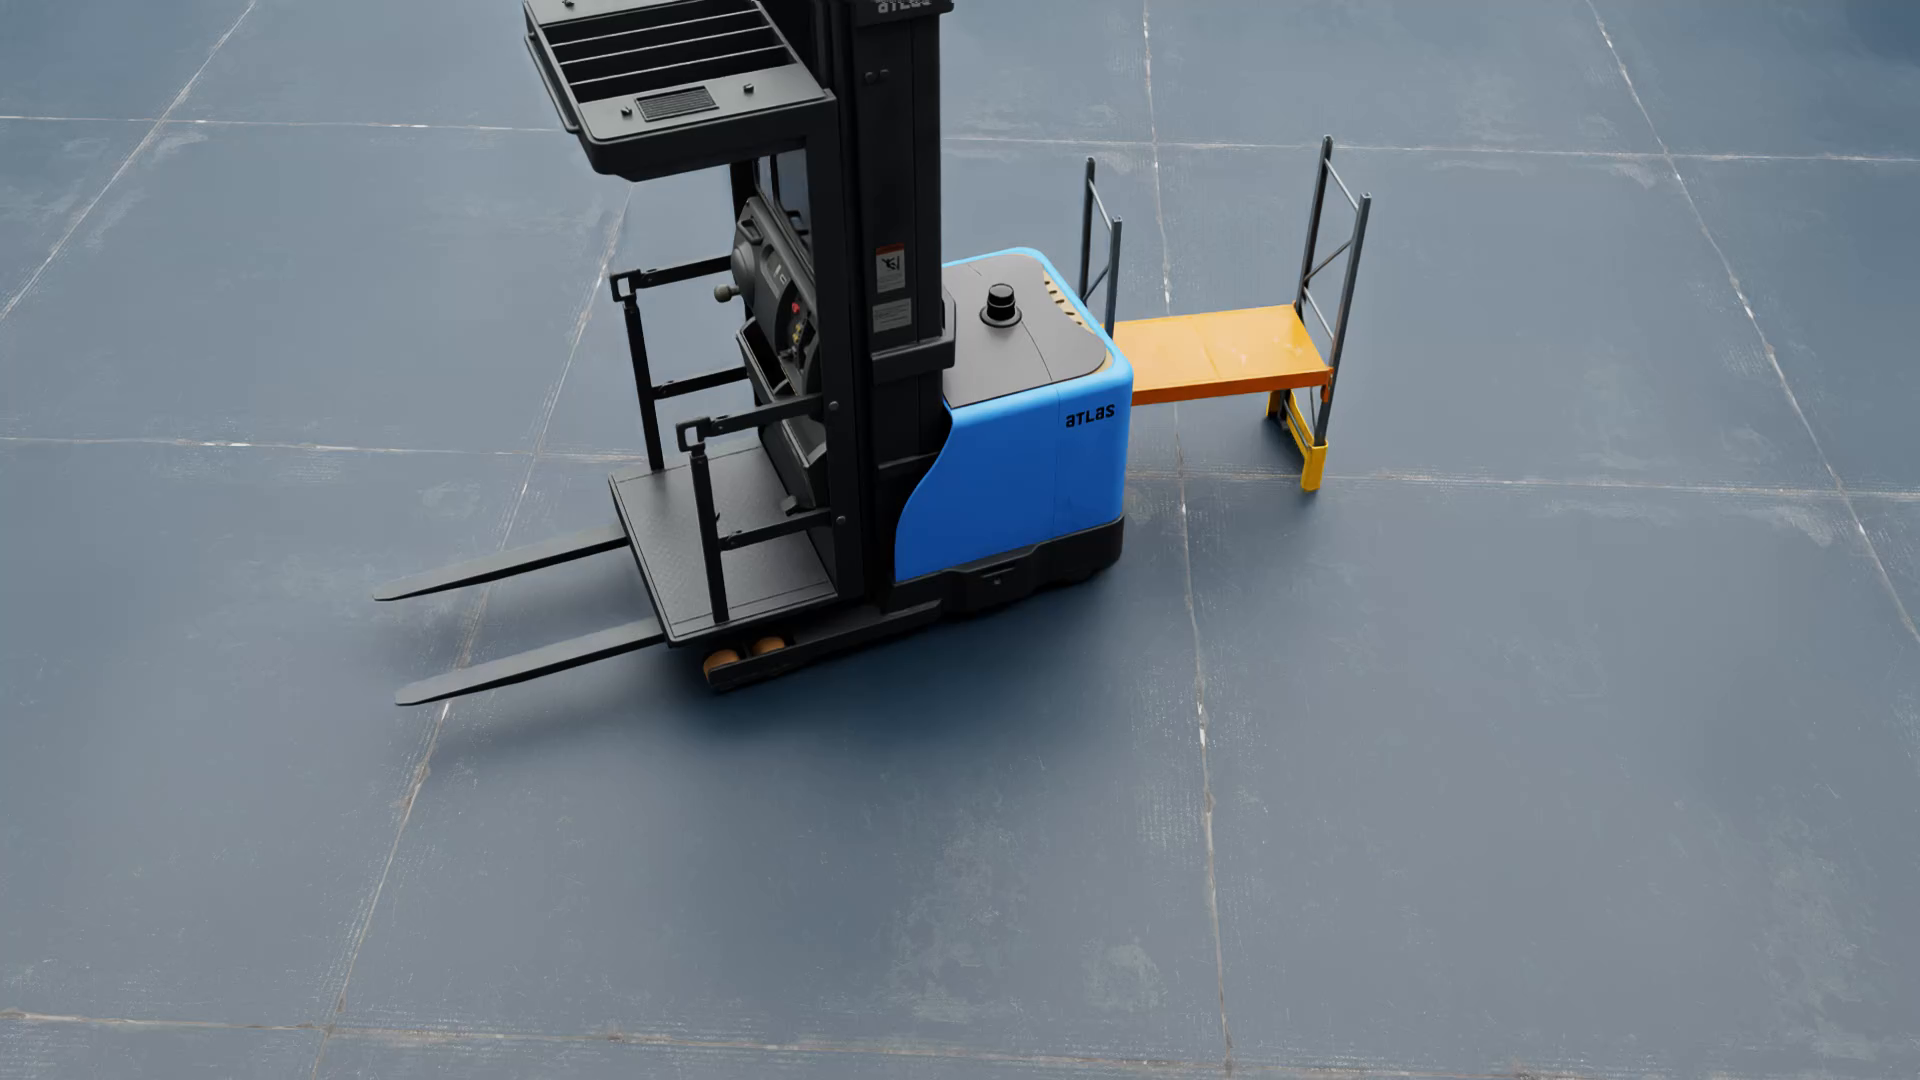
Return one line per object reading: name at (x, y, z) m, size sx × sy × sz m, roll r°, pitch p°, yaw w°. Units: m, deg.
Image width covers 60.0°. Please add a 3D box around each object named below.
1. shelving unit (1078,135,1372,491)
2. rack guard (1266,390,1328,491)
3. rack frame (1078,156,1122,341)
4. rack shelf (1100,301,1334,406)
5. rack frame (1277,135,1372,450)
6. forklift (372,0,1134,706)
shelving unit at (1.066, -0.916, 7.219) m, size 1.083 × 1.500 × 0.587 m, roll -7°, pitch 43°, yaw -7°
rack guard at (1.557, -0.517, 7.707) m, size 0.087 × 0.250 × 0.587 m, roll -7°, pitch 43°, yaw -7°
rack frame at (0.574, -0.858, 7.156) m, size 0.032 × 1.500 × 0.500 m, roll -7°, pitch 43°, yaw -7°
rack shelf at (1.075, -0.786, 7.342) m, size 1.000 × 0.185 × 0.538 m, roll -7°, pitch 43°, yaw -7°
rack frame at (1.576, -0.976, 7.283) m, size 0.032 × 1.500 × 0.500 m, roll -7°, pitch 43°, yaw -7°
forklift at (-0.871, -0.880, 6.129) m, size 3.031 × 2.935 × 1.130 m, roll -15°, pitch 45°, yaw -16°
